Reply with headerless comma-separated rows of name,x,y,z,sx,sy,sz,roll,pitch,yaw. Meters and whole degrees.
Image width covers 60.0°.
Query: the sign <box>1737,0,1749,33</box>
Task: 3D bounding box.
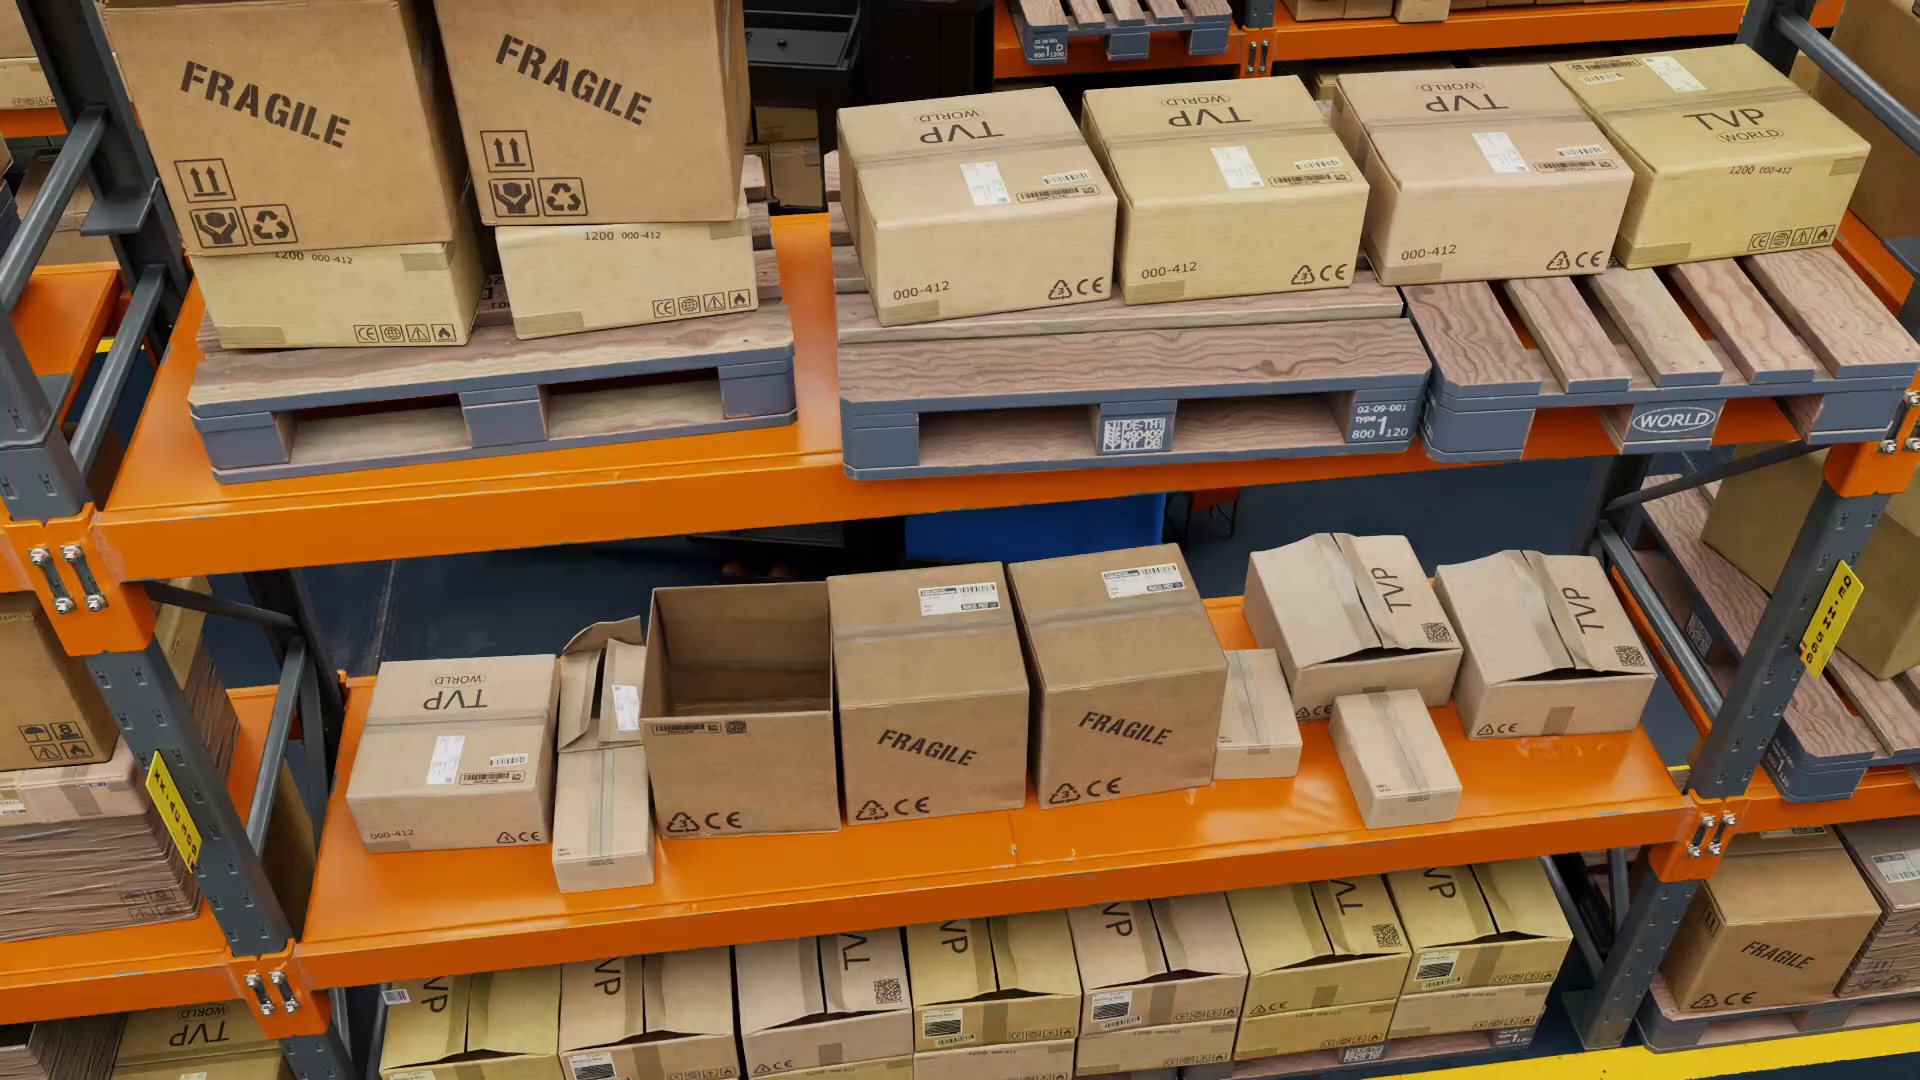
sign,2.018,-1.403,4.156,0.005,0.325,0.100,-5,42,-6

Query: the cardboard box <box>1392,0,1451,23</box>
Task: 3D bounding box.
cardboard box,2.323,-2.798,8.501,0.250,0.149,0.380,-4,42,-4

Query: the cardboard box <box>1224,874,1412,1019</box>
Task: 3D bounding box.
cardboard box,1.085,1.178,5.240,0.500,0.311,0.500,-6,42,-6

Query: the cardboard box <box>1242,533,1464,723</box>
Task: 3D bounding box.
cardboard box,1.175,0.245,5.020,0.500,0.311,0.500,-5,42,-6

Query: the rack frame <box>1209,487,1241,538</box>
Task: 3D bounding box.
rack frame,1.188,-0.461,7.192,0.008,1.050,0.200,-16,44,-18

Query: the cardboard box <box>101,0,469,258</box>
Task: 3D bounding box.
cardboard box,-1.263,-0.909,3.233,0.500,0.500,0.500,-5,42,-5

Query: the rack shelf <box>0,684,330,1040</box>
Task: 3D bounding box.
rack shelf,-3.863,1.051,4.597,4.000,0.370,1.077,-5,42,-6

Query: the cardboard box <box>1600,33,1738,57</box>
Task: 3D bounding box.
cardboard box,3.898,-2.510,9.299,0.750,0.750,0.750,-4,42,-4

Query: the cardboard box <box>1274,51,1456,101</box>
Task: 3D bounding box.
cardboard box,2.187,-2.361,9.134,0.750,0.750,0.750,-6,42,-6

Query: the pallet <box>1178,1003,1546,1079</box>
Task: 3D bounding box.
pallet,1.265,1.344,5.817,1.213,0.211,1.003,-5,42,-6

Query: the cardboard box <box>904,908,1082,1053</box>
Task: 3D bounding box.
cardboard box,0.087,1.263,5.147,0.500,0.311,0.500,-4,42,-4

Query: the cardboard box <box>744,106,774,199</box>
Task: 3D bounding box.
cardboard box,-1.292,-2.067,9.055,0.500,0.500,0.700,-6,42,-6

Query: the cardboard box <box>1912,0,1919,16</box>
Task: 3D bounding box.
cardboard box,2.520,-1.293,3.598,0.500,0.500,0.500,-5,42,-6

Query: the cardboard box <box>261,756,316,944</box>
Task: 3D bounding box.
cardboard box,-2.380,1.029,5.264,0.500,0.500,0.500,-5,42,-6

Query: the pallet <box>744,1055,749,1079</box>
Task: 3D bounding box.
pallet,-1.154,1.556,5.582,1.213,0.211,1.003,-5,42,-6

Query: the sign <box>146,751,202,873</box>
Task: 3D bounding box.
sign,-1.806,0.628,3.824,0.005,0.325,0.100,-5,42,-6

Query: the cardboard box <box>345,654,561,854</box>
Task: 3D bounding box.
cardboard box,-1.397,0.594,4.679,0.500,0.250,0.500,-3,42,-3

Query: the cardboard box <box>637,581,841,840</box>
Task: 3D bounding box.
cardboard box,-0.593,0.472,4.628,0.500,0.500,0.500,-2,42,-2

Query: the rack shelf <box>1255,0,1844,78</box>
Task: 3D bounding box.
rack shelf,3.424,-2.933,9.014,4.000,0.370,1.077,-5,42,-6

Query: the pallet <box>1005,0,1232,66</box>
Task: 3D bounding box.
pallet,0.748,-2.823,8.498,1.003,0.211,1.213,-5,42,-6

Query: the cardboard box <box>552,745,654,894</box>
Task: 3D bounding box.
cardboard box,-0.974,0.763,4.568,0.250,0.149,0.380,-5,42,-6

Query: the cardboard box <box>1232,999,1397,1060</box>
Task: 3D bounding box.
cardboard box,1.086,1.383,5.432,0.500,0.250,0.500,-5,42,-6

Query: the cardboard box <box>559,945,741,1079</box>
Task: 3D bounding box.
cardboard box,-0.940,1.357,5.042,0.500,0.311,0.500,-5,42,-6

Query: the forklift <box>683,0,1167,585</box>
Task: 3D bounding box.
forklift,-0.617,-1.167,6.571,3.031,2.935,1.130,5,42,5

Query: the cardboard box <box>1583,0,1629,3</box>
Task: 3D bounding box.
cardboard box,3.317,-2.956,8.675,0.250,0.149,0.380,-5,42,-5

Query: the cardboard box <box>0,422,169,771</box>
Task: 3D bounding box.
cardboard box,-2.319,0.134,4.033,0.500,0.500,0.700,-5,42,-5

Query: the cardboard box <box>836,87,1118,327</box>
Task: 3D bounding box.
cardboard box,0.024,-0.729,3.593,0.500,0.250,0.500,-8,43,-9

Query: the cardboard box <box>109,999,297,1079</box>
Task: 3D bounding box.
cardboard box,-2.311,1.661,5.124,0.500,0.250,0.500,-5,42,-6

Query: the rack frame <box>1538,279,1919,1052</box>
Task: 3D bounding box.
rack frame,2.087,0.263,4.934,0.127,3.000,1.000,-5,42,-6

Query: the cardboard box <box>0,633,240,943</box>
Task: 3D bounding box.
cardboard box,-2.319,0.616,4.468,0.500,0.500,0.700,-6,42,-7

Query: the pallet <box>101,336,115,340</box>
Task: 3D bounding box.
pallet,-4.399,-1.454,8.919,1.213,0.211,1.003,-5,42,-6

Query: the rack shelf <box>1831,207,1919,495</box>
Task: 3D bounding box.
rack shelf,4.070,-0.757,4.363,4.000,0.370,1.077,-5,42,-6

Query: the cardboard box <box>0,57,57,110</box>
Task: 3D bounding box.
cardboard box,-4.446,-2.252,7.820,0.500,0.250,0.500,-5,42,-5

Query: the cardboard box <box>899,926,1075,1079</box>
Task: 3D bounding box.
cardboard box,0.077,1.471,5.334,0.500,0.250,0.500,-4,42,-5

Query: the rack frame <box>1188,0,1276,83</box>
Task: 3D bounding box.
rack frame,1.441,-3.026,8.581,0.127,3.000,1.000,-5,42,-6

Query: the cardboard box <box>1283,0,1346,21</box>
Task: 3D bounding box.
cardboard box,1.797,-2.815,8.519,0.250,0.149,0.380,-6,42,-6

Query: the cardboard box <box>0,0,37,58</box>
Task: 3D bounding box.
cardboard box,-4.464,-2.533,7.572,0.500,0.500,0.500,-4,42,-4

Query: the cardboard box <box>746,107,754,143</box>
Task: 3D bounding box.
cardboard box,-1.361,-2.308,8.763,0.500,0.250,0.500,-6,42,-6

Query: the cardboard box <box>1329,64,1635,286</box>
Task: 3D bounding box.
cardboard box,1.127,-0.817,3.690,0.500,0.250,0.500,-4,42,-4

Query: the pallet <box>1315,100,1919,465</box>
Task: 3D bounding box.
pallet,1.425,-0.662,3.861,1.003,0.211,1.213,-3,42,-4

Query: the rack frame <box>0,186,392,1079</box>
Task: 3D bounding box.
rack frame,-1.879,0.611,4.549,0.127,3.000,1.000,-5,42,-6

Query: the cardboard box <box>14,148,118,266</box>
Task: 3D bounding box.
cardboard box,-4.495,-1.647,8.590,0.500,0.500,0.700,-7,43,-8

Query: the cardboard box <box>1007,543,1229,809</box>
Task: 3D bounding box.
cardboard box,0.425,0.383,4.727,0.500,0.500,0.500,-7,43,-8

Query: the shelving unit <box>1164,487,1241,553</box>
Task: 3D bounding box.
shelving unit,1.076,-0.428,7.155,0.252,1.050,0.215,-16,44,-18

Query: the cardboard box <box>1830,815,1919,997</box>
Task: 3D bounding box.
cardboard box,3.094,1.129,5.512,0.500,0.500,0.500,-6,42,-7

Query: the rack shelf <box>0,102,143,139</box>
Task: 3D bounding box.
rack shelf,-4.509,-2.238,8.244,4.000,0.370,1.077,-5,42,-6

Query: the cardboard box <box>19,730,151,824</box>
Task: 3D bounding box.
cardboard box,-2.121,0.498,4.114,0.250,0.149,0.380,-5,42,-6

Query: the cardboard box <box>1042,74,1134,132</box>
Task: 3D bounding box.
cardboard box,0.734,-2.164,9.163,0.500,0.500,0.700,-4,42,-5

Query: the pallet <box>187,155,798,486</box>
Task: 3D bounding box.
pallet,-1.007,-0.518,3.703,1.217,0.209,0.805,-7,42,-7

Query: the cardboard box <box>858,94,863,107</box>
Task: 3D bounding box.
cardboard box,-0.349,-2.387,8.850,0.500,0.250,0.500,-5,42,-6

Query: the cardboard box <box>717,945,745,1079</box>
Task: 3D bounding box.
cardboard box,-0.940,1.562,5.234,0.500,0.250,0.500,-4,42,-4

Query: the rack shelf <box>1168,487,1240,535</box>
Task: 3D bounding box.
rack shelf,1.074,-0.214,7.348,0.240,0.259,0.215,-16,44,-18

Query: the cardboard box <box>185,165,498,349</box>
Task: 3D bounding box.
cardboard box,-1.267,-0.651,3.506,0.500,0.250,0.500,-1,42,-1

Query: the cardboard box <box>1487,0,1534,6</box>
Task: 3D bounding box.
cardboard box,2.812,-2.930,8.647,0.250,0.149,0.380,-4,42,-5
